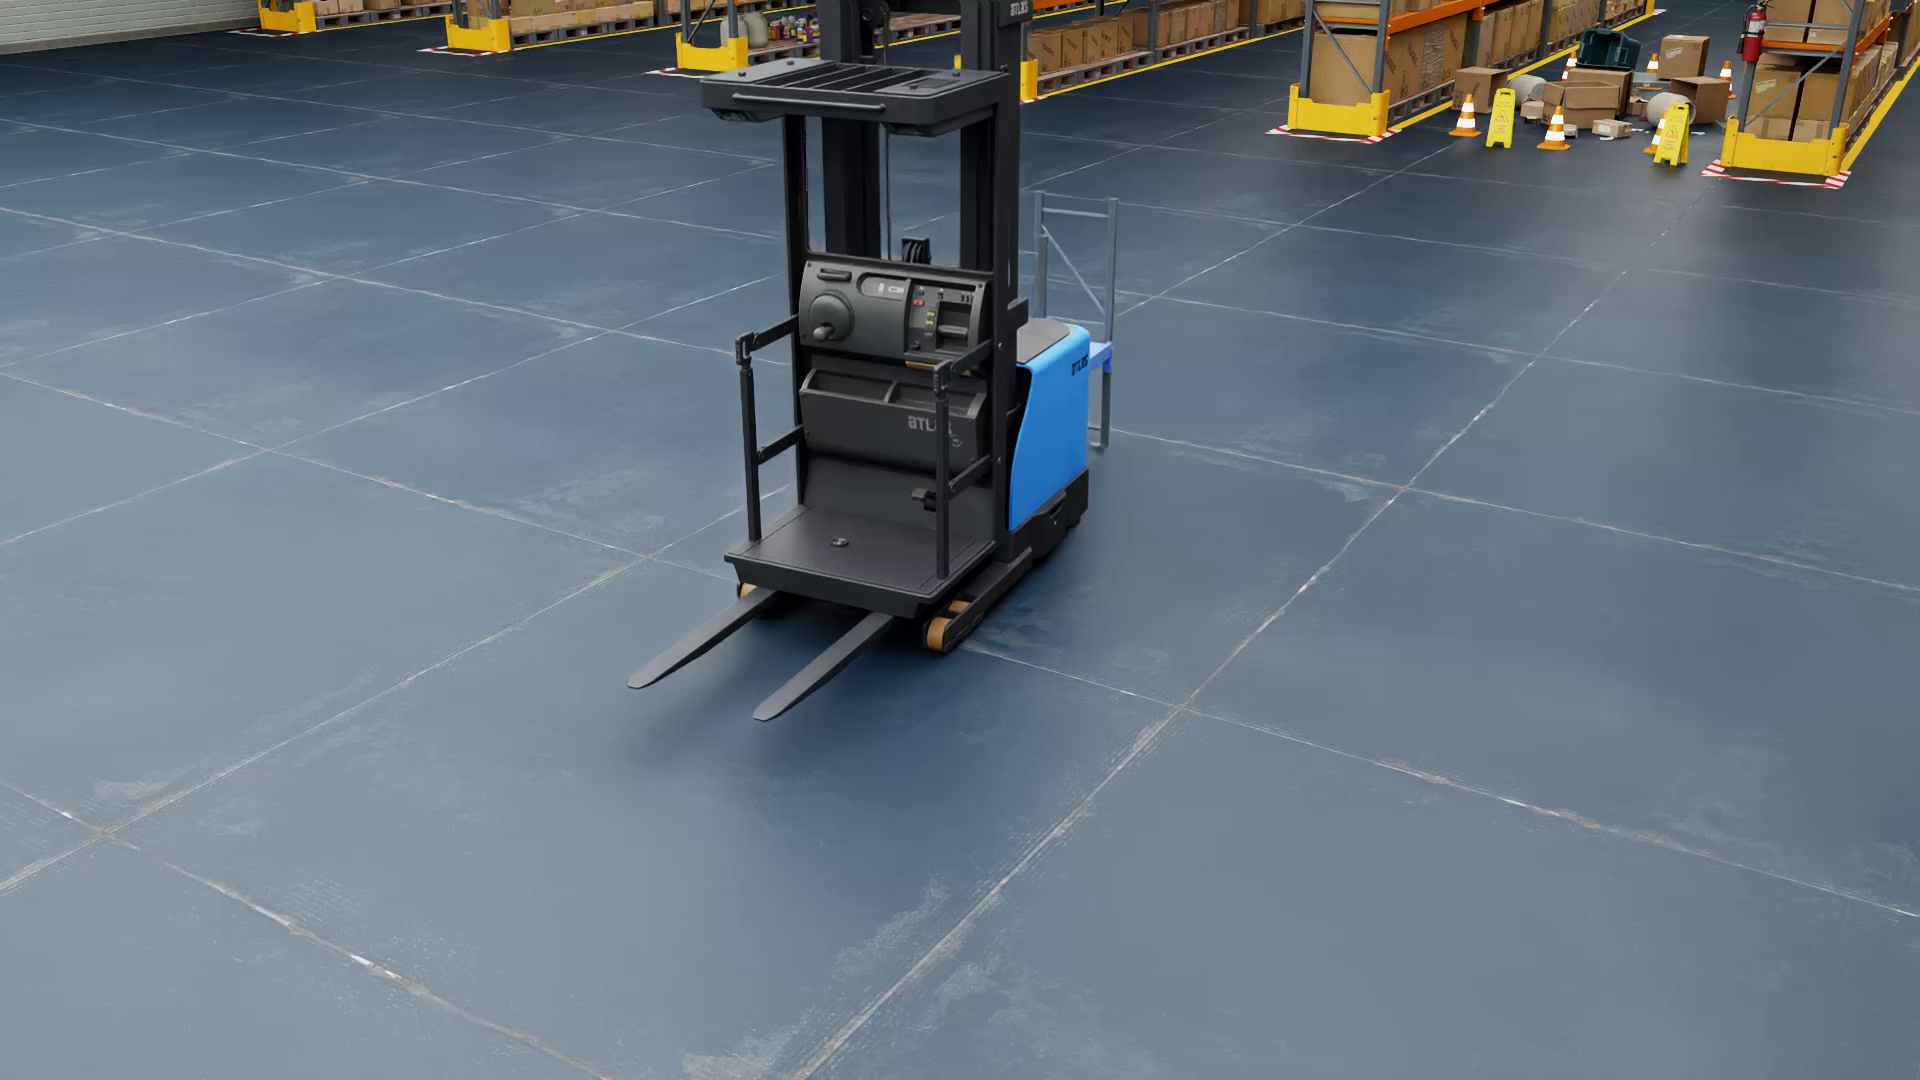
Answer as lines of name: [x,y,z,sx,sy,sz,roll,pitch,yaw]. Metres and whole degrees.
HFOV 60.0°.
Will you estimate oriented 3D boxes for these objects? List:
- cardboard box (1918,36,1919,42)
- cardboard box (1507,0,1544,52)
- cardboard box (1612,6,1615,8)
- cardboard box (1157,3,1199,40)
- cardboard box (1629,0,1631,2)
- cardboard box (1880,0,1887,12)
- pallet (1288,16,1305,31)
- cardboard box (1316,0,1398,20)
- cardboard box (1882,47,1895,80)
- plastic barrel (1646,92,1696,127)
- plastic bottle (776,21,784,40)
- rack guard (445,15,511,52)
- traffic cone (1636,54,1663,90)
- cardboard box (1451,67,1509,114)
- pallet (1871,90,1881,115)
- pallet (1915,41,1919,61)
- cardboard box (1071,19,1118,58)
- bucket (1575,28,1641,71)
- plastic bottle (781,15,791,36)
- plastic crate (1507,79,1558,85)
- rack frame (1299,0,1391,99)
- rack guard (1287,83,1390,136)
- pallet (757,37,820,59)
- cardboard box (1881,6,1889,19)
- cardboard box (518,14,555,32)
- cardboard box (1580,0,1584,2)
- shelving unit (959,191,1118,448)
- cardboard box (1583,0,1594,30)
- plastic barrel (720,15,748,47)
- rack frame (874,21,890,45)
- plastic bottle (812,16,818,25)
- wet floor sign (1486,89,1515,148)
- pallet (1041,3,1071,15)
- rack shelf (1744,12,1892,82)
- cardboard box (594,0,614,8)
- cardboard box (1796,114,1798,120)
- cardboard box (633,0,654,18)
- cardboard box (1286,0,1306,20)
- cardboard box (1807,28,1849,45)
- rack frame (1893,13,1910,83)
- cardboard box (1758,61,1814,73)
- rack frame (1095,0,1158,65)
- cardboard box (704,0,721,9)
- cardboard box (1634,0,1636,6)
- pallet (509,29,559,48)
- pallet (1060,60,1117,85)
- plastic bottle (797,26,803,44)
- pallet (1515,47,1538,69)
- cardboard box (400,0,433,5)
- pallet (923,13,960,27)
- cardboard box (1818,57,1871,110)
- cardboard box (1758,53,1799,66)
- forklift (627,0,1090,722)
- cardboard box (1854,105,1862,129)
cardboard box: [14.940,-8.435,26.605,0.875,0.875,0.875,15,27,31]
cardboard box: [8.433,-8.070,25.919,1.050,0.750,0.750,13,27,28]
cardboard box: [11.724,-9.667,30.365,0.380,0.149,0.250,13,27,28]
cardboard box: [3.464,-8.423,27.025,0.700,0.500,0.500,11,26,24]
cardboard box: [12.328,-10.144,31.092,0.380,0.149,0.250,15,28,32]
cardboard box: [10.420,-6.372,19.194,0.500,0.500,0.500,15,27,30]
pallet: [5.794,-9.551,30.546,1.003,0.211,1.213,14,27,29]
cardboard box: [4.768,-6.600,20.031,0.875,0.550,0.550,14,27,29]
cardboard box: [12.400,-6.641,23.093,0.950,0.372,0.625,13,27,28]
plastic barrel: [8.672,-5.225,20.288,0.421,0.421,0.512,-7,24,-17]
plastic bottle: [-2.915,-8.232,26.856,0.061,0.283,0.133,14,27,29]
rack guard: [-7.977,-8.392,27.506,1.175,0.500,0.348,14,27,29]
traffic cone: [9.747,-6.598,23.410,0.336,0.463,0.334,14,27,29]
cardboard box: [6.773,-5.862,21.658,0.500,0.500,0.500,20,30,38]
pallet: [11.388,-5.727,21.713,1.003,0.211,1.213,14,27,29]
pallet: [14.856,-7.887,26.704,1.003,0.211,1.213,14,27,29]
cardboard box: [2.019,-7.544,25.019,0.500,0.500,0.500,-18,29,-36]
bucket: [8.607,-6.413,21.995,0.620,0.611,0.726,-6,22,-39]
plastic bottle: [-2.848,-8.389,27.133,0.144,0.351,0.185,15,28,31]
plastic crate: [7.742,-6.149,22.646,0.662,0.188,0.450,-12,16,-26]
rack frame: [4.610,-6.396,19.750,1.000,3.000,0.127,14,27,29]
rack guard: [4.598,-5.241,20.228,1.175,0.500,0.348,14,27,29]
pallet: [-2.680,-7.947,26.842,1.003,0.211,1.213,14,27,29]
cardboard box: [10.943,-6.370,20.005,0.380,0.149,0.250,15,27,30]
cardboard box: [-7.232,-8.782,28.193,0.500,0.250,0.500,14,27,29]
cardboard box: [10.213,-9.180,27.853,0.500,0.250,0.500,13,26,27]
shelving unit: [0.447,-1.113,9.433,0.538,1.500,1.048,11,26,24]
cardboard box: [10.493,-9.017,28.420,0.500,0.500,0.500,13,27,28]
plastic barrel: [-3.476,-7.797,25.588,0.421,0.512,0.421,0,23,0]
rack frame: [-1.648,-9.858,27.746,1.000,3.000,0.127,14,27,29]
plastic bottle: [-2.400,-8.548,27.601,0.097,0.271,0.097,0,23,0]
wet floor sign: [6.277,-4.891,19.237,0.267,0.644,0.232,9,25,20]
pallet: [1.487,-10.613,33.001,1.003,0.211,1.213,14,27,29]
rack shelf: [9.924,-5.738,19.135,1.077,0.370,4.000,14,27,29]
cardboard box: [-6.447,-9.634,29.217,0.500,0.500,0.500,14,27,29]
cardboard box: [9.347,-4.827,19.056,0.500,0.250,0.500,14,27,29]
cardboard box: [-5.913,-9.626,30.142,0.500,0.250,0.500,14,27,29]
cardboard box: [5.528,-9.916,30.025,1.225,0.875,0.875,14,27,29]
cardboard box: [9.224,-5.349,17.647,0.380,0.149,0.250,14,27,29]
rack frame: [13.089,-8.093,23.670,1.000,3.000,0.127,14,27,29]
cardboard box: [9.342,-5.170,18.906,0.500,0.500,0.500,15,28,31]
rack frame: [2.560,-8.820,25.348,1.000,3.000,0.127,14,27,29]
cardboard box: [-4.889,-10.260,31.607,0.500,0.250,0.500,13,27,27]
cardboard box: [12.688,-10.281,31.782,0.380,0.149,0.250,14,27,29]
pallet: [-7.596,-8.535,28.199,1.003,0.211,1.213,14,27,29]
pallet: [1.593,-6.893,24.407,1.003,0.211,1.213,14,27,29]
plastic bottle: [-2.537,-8.004,26.345,0.097,0.271,0.097,0,23,0]
pallet: [8.350,-7.567,25.963,1.003,0.211,1.213,14,27,29]
cardboard box: [-10.578,-10.630,32.122,0.500,0.500,0.500,12,26,25]
pallet: [0.020,-9.675,30.833,1.003,0.211,1.213,14,27,29]
cardboard box: [10.085,-5.236,19.057,0.500,0.500,0.500,14,27,30]
cardboard box: [9.207,-5.429,18.687,0.380,0.149,0.250,15,27,30]
forklift: [-0.407,-1.027,7.434,1.130,2.935,3.031,11,26,24]
cardboard box: [10.082,-4.896,19.216,0.500,0.250,0.500,16,28,32]
